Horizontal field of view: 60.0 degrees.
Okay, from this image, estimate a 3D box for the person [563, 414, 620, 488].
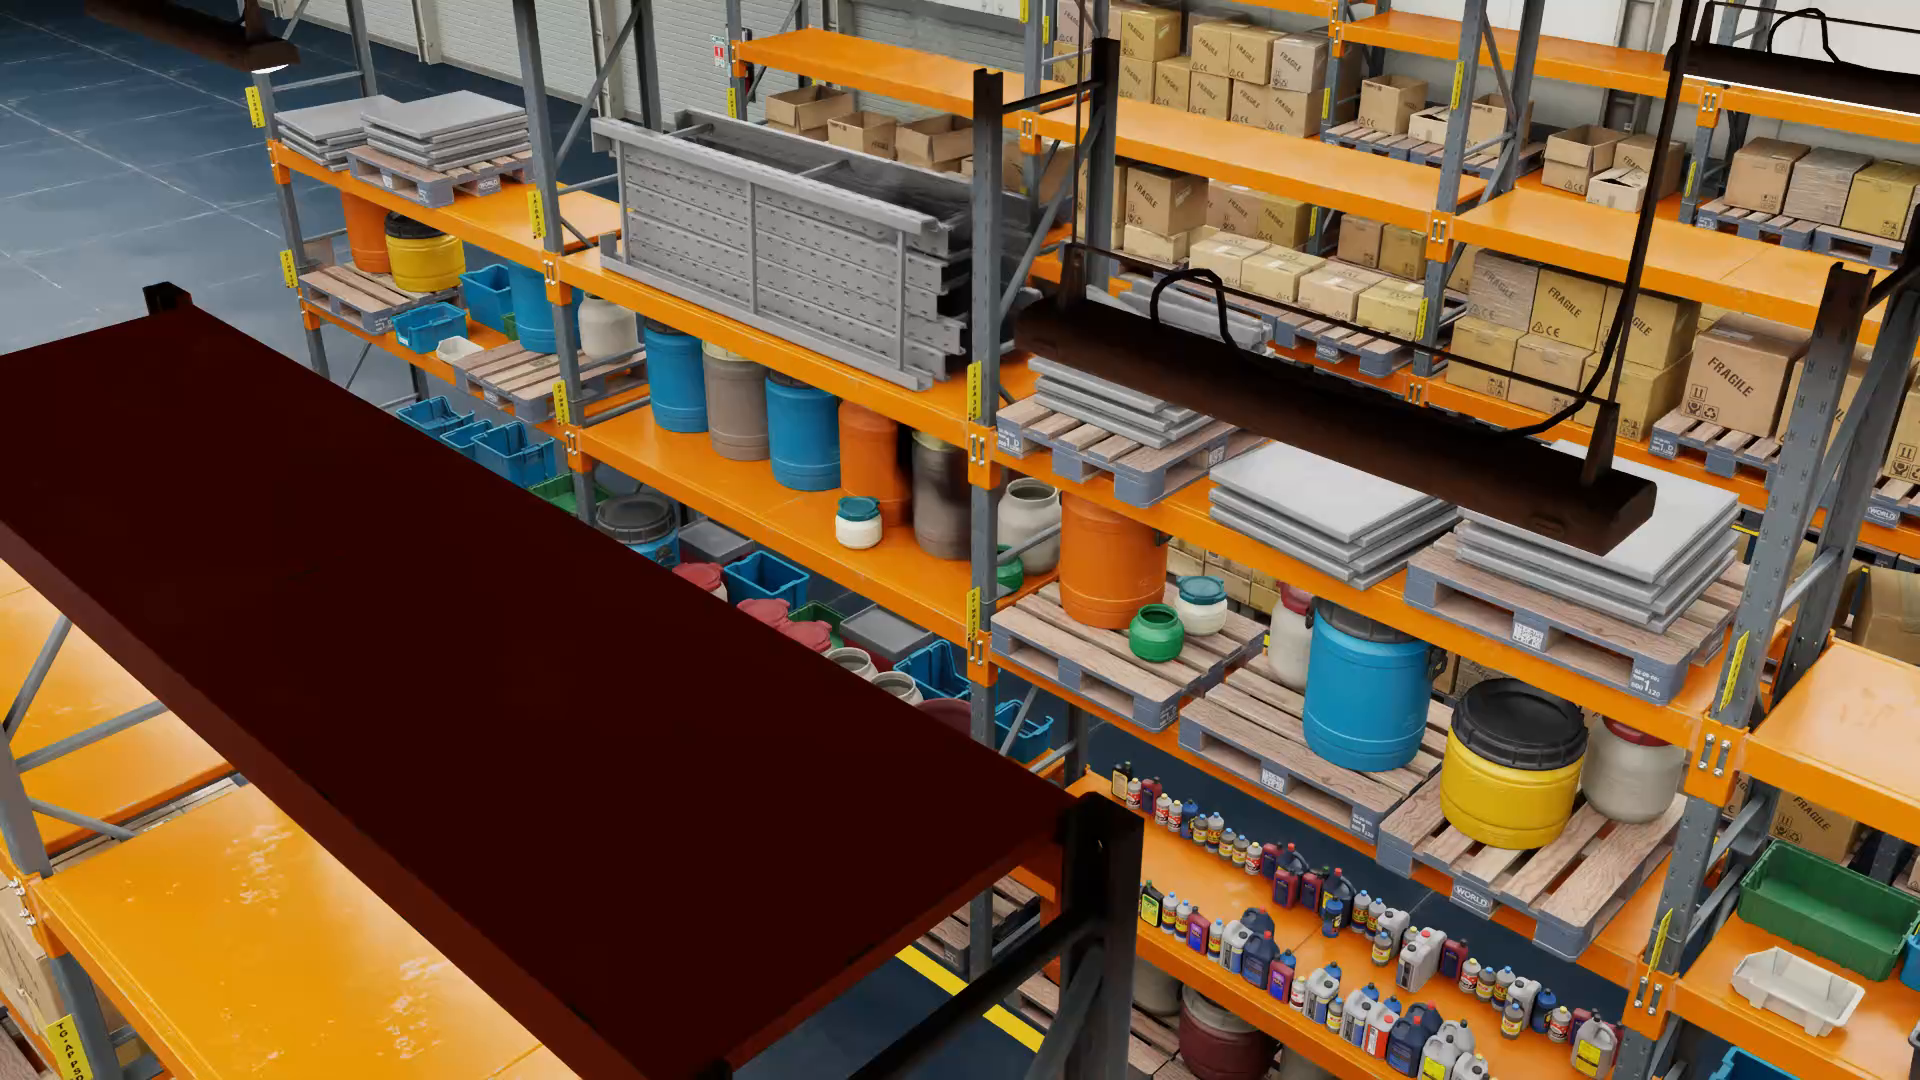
[{"bbox_3d":[-3.605,-0.926,16.002,1.077,1.758,0.717,18,34,28],"label":"person"}]
